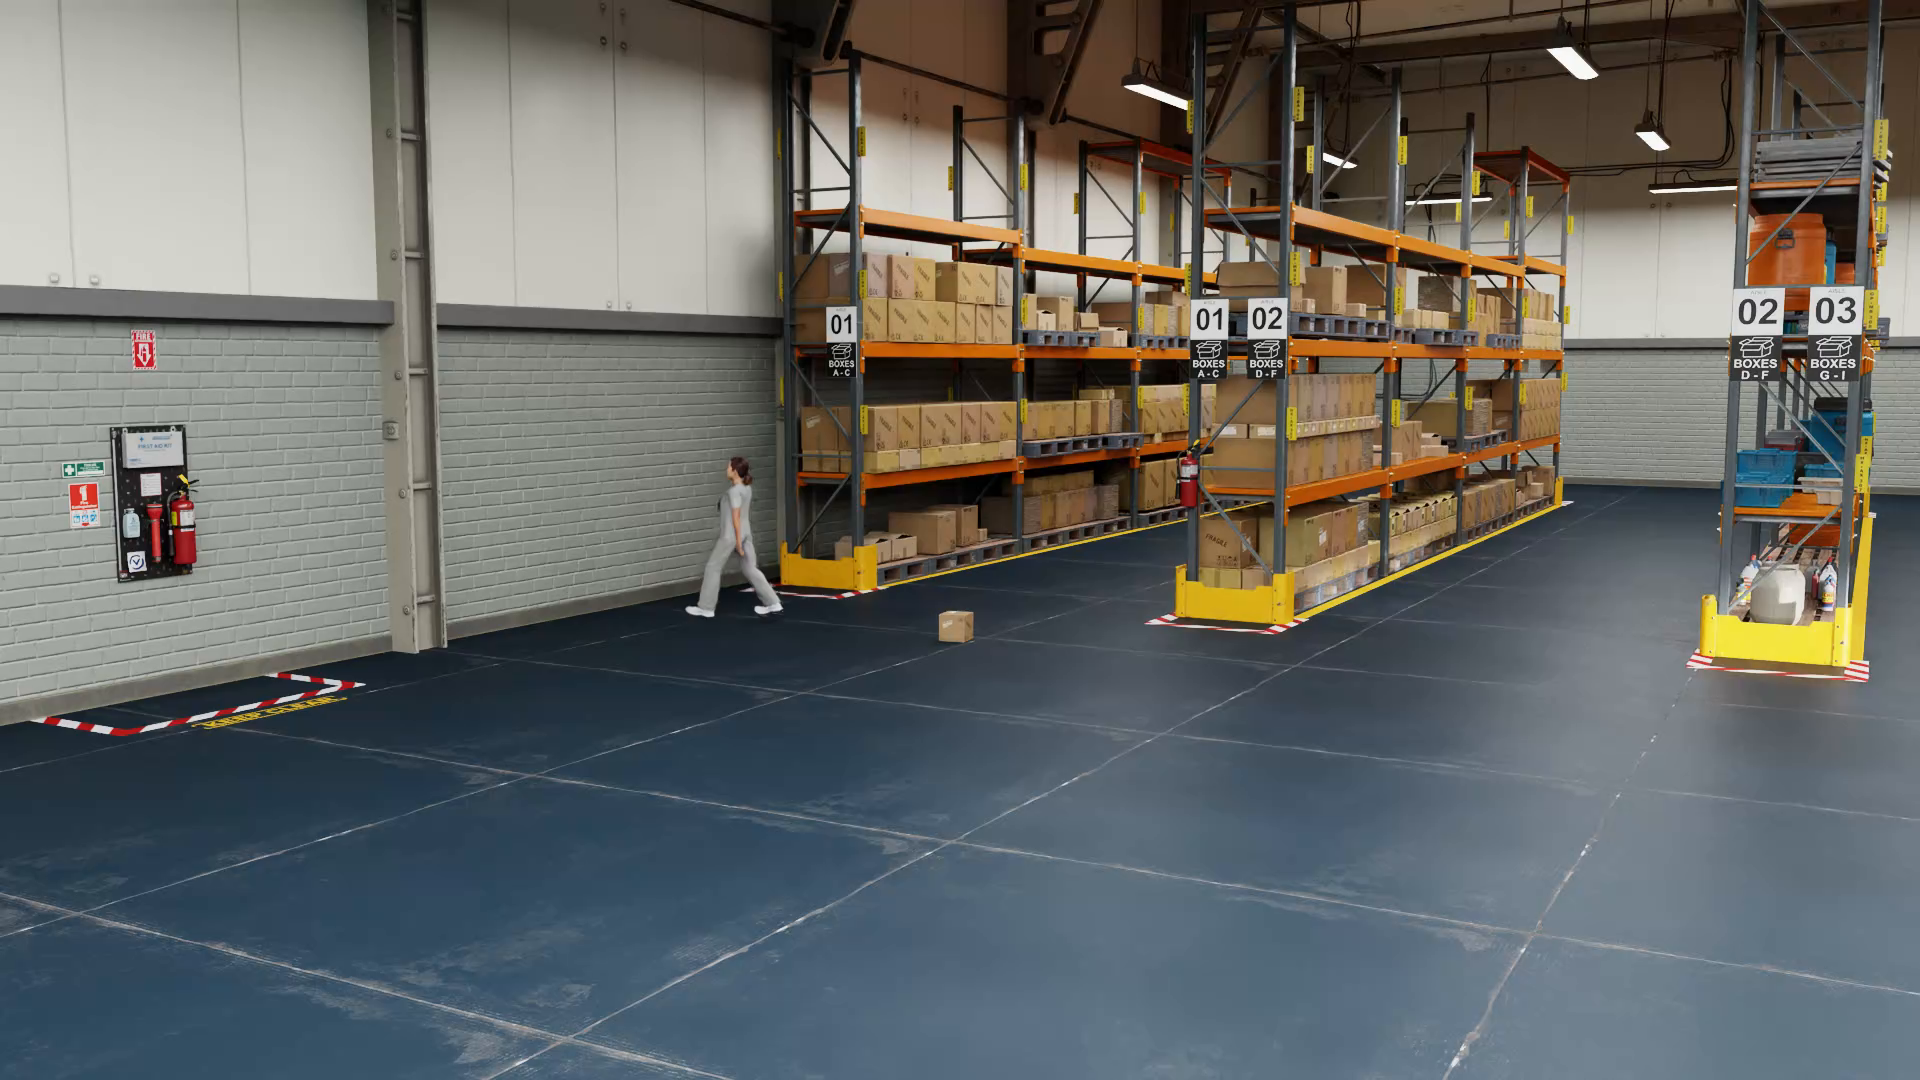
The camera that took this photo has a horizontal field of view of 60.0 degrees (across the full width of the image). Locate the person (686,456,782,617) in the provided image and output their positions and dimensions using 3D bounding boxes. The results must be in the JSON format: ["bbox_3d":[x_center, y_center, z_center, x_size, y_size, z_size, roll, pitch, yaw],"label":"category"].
[{"bbox_3d":[-2.266,-0.032,16.658,1.005,1.621,0.440,2,6,21],"label":"person"}]
